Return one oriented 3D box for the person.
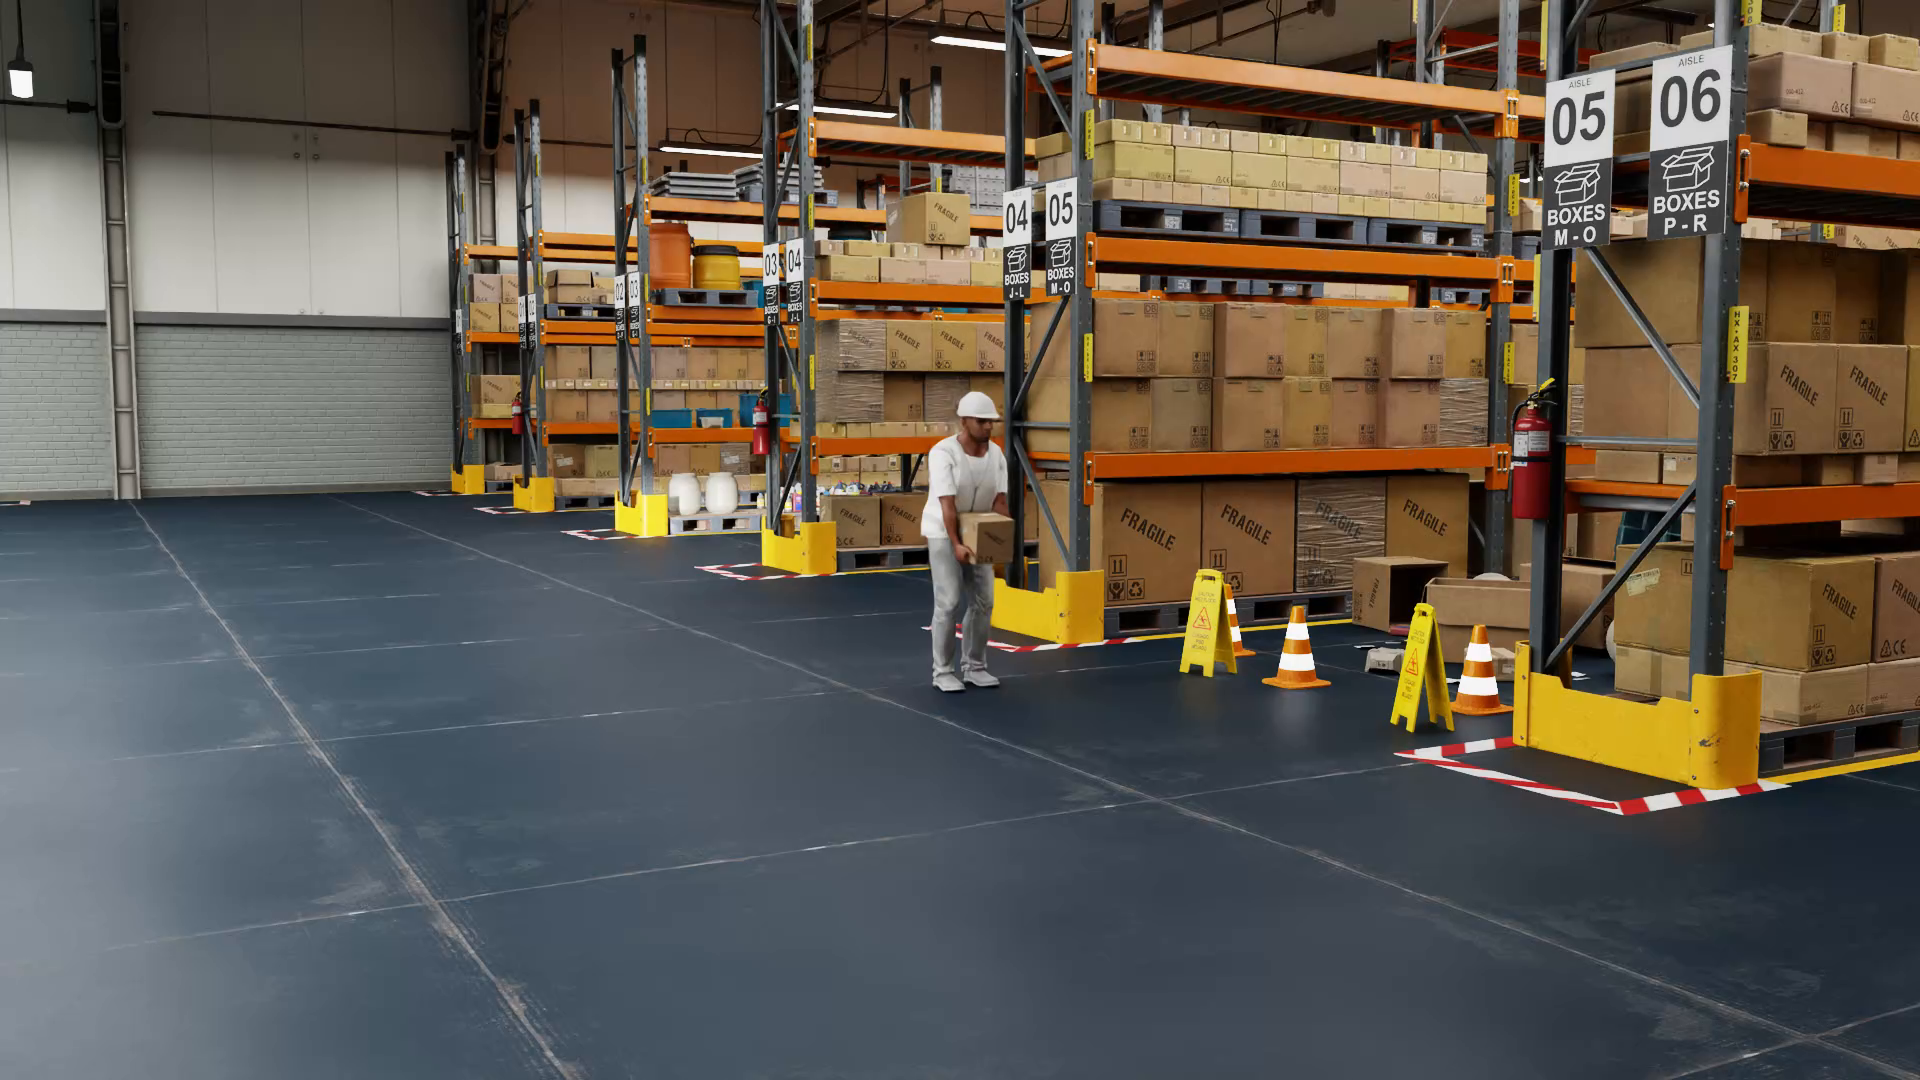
[{"bbox_3d":[0.023,-0.011,9.784,0.628,1.759,0.461,-3,6,-32],"label":"person"}]
